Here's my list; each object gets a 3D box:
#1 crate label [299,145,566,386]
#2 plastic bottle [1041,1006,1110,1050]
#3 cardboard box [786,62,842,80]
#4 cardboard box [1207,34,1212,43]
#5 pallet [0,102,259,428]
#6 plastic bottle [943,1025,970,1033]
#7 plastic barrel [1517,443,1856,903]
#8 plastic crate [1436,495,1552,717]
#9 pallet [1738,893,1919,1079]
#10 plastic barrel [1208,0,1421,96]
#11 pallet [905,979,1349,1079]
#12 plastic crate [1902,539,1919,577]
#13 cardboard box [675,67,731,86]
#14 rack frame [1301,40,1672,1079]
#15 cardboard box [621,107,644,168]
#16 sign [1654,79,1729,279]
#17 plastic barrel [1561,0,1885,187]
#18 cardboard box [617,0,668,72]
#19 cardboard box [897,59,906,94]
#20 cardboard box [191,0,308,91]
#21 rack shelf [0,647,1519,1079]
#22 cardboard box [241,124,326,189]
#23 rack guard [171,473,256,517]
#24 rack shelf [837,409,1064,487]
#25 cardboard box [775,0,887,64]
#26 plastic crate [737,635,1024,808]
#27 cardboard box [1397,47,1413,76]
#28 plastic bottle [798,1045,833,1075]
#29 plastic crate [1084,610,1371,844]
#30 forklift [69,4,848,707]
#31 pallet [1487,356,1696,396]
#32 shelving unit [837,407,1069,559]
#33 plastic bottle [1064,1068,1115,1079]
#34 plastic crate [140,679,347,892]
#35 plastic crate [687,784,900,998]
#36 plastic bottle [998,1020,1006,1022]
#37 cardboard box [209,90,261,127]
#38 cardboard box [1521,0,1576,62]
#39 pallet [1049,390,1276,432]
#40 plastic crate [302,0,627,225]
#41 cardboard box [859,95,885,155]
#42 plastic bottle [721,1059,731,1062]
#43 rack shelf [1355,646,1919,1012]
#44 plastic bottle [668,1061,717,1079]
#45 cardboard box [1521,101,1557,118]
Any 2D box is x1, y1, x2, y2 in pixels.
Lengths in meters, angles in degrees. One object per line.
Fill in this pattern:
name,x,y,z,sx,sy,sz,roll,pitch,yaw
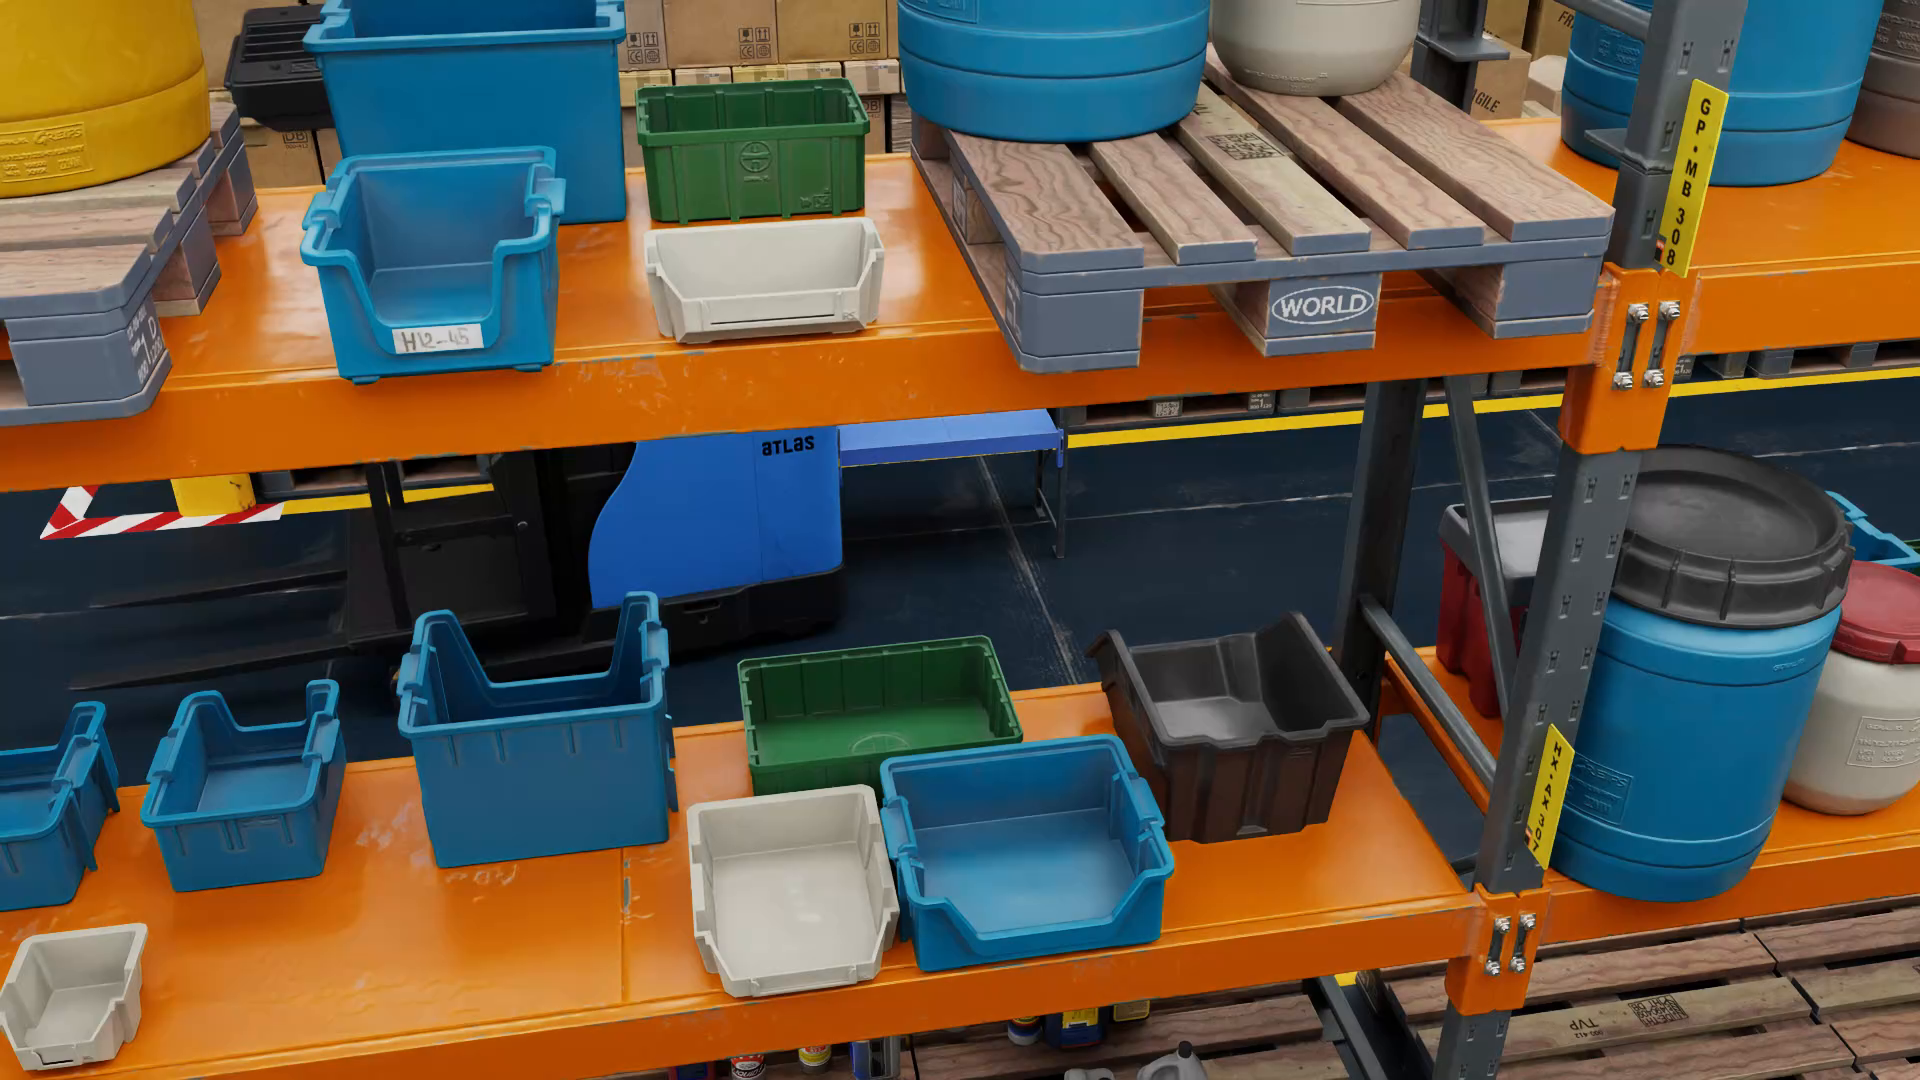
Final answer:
crate label,-0.857,-0.472,2.780,0.408,0.251,0.502,-5,31,-9
plastic bottle,0.334,1.289,4.778,0.185,0.351,0.144,-5,31,-9
cardboard box,-0.700,-2.192,7.780,0.250,0.149,0.380,-5,31,-9
cardboard box,2.100,-3.938,13.520,0.500,0.500,0.700,-5,31,-9
pallet,-1.926,-0.475,2.826,1.213,0.211,1.003,-5,31,-9
plastic bottle,-0.016,1.301,4.836,0.097,0.271,0.097,0,30,0
plastic barrel,1.611,0.298,3.790,0.708,0.901,0.600,-5,31,-9
plastic crate,1.598,0.174,4.432,0.583,0.464,0.402,-5,31,-9
pallet,3.145,1.396,5.168,1.213,0.211,1.003,-5,31,-9
plastic barrel,0.718,-1.183,3.318,0.421,0.512,0.421,0,30,0
pallet,0.509,1.641,4.751,1.213,0.211,1.003,-5,31,-9
plastic crate,2.839,0.190,4.677,0.662,0.188,0.450,-5,31,-9
cardboard box,-1.190,-2.148,7.705,0.250,0.149,0.380,-4,31,-7
rack frame,1.177,0.398,4.114,0.127,3.000,1.000,-5,31,-9
cardboard box,-1.663,-1.929,7.972,0.500,0.500,0.700,-4,31,-7
sign,1.265,-0.623,2.883,0.005,0.325,0.100,-5,31,-9
plastic barrel,1.638,-1.266,3.489,0.708,0.901,0.600,-5,31,-9
cardboard box,-1.628,-2.493,7.652,0.500,0.500,0.700,-5,31,-9
cardboard box,-0.184,-2.241,7.864,0.250,0.149,0.380,-6,31,-10
cardboard box,-3.133,-2.350,7.409,0.500,0.500,0.700,-5,31,-9
rack shelf,-0.791,0.891,3.985,4.000,0.370,1.077,-5,31,-9
cardboard box,-3.185,-1.786,7.729,0.500,0.500,0.700,-5,31,-9
rack guard,-3.670,-0.627,8.323,0.348,0.500,1.175,-5,31,-9
rack shelf,-0.084,-0.484,7.448,1.000,0.185,0.538,-5,31,-9
cardboard box,-0.644,-2.584,7.806,0.500,0.500,0.700,-5,31,-9
plastic crate,-0.209,0.473,4.196,0.662,0.188,0.450,-5,31,-9
cardboard box,2.057,-2.271,8.554,0.500,0.500,0.500,-5,31,-9
plastic bottle,-0.414,1.411,4.718,0.097,0.201,0.097,0,30,0
plastic crate,0.639,0.409,4.156,0.504,0.338,0.767,-5,31,-9
forklift,-2.056,-0.895,6.380,3.031,2.935,1.130,-9,32,-15
pallet,3.406,-1.179,9.547,1.213,0.211,1.003,-5,31,-9
shelving unit,-0.084,-0.639,7.357,1.048,1.500,0.538,-5,31,-9
plastic bottle,0.355,1.531,4.440,0.135,0.276,0.152,-5,31,-9
plastic crate,-1.680,0.576,3.958,0.408,0.251,0.499,-5,31,-9
plastic crate,-0.375,0.786,3.714,0.437,0.136,0.530,-5,31,-9
plastic bottle,0.122,1.234,4.871,0.185,0.351,0.144,-7,31,-11
cardboard box,-3.222,-1.958,7.382,0.250,0.149,0.380,-6,31,-9
cardboard box,4.937,-4.239,13.707,0.750,0.750,0.750,-5,31,-9
pallet,1.006,-0.957,9.169,1.213,0.211,1.003,-5,31,-9
plastic crate,-0.936,-0.847,3.288,0.575,0.384,0.392,-5,31,-9
cardboard box,-0.665,-2.020,8.127,0.500,0.500,0.700,-6,31,-9
plastic bottle,-0.641,1.339,4.766,0.135,0.276,0.152,-6,31,-10
rack shelf,3.144,0.526,4.606,4.000,0.370,1.077,-5,31,-9
plastic bottle,-0.758,1.402,4.652,0.133,0.283,0.061,-5,31,-9
cardboard box,2.979,-2.184,8.753,0.250,0.149,0.380,-3,31,-5
